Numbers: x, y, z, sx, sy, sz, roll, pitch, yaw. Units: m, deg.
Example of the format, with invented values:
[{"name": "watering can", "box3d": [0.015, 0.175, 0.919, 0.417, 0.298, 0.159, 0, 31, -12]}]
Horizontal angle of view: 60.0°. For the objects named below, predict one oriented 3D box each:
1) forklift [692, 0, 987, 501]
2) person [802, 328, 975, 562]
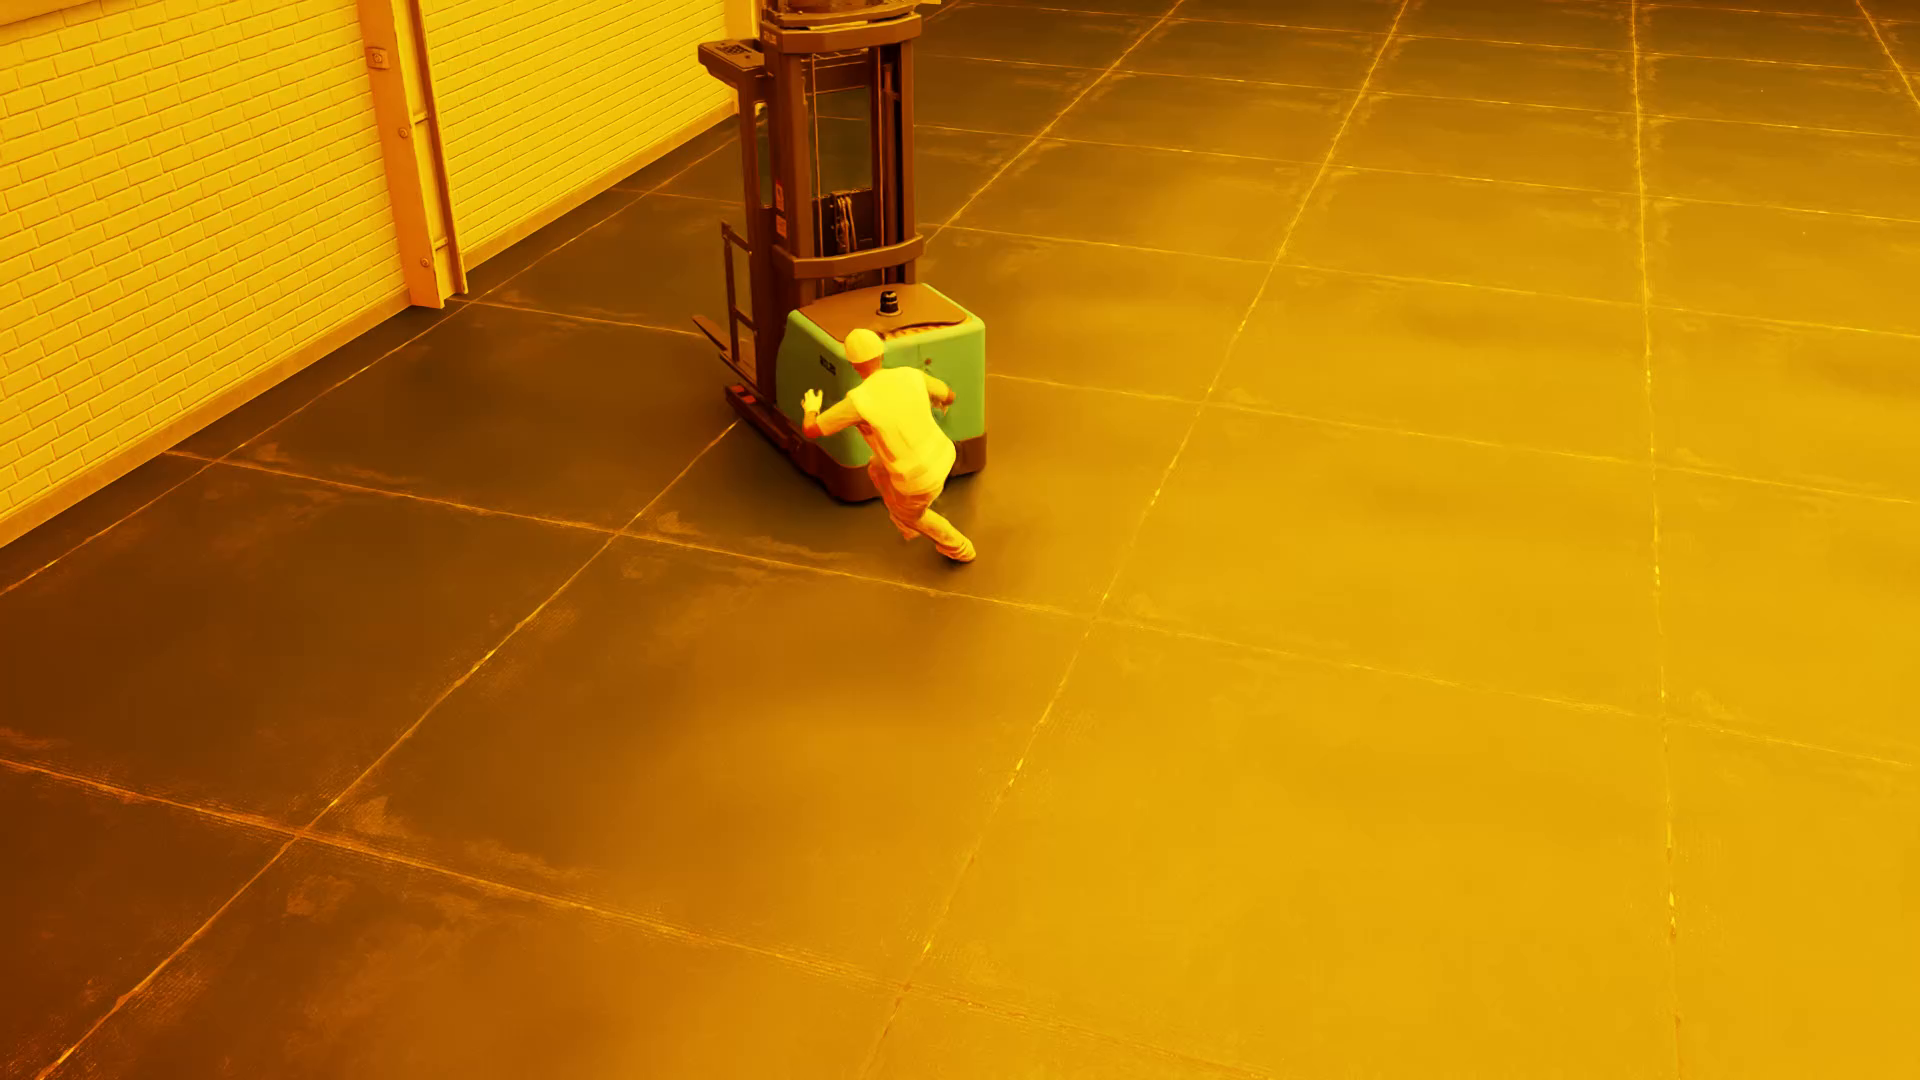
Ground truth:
[{"name": "forklift", "box3d": [-0.994, -2.212, 11.016, 1.130, 2.935, 3.031, -16, 33, -25]}, {"name": "person", "box3d": [-0.393, -0.512, 9.457, 0.914, 1.535, 1.023, 17, 34, 27]}]
